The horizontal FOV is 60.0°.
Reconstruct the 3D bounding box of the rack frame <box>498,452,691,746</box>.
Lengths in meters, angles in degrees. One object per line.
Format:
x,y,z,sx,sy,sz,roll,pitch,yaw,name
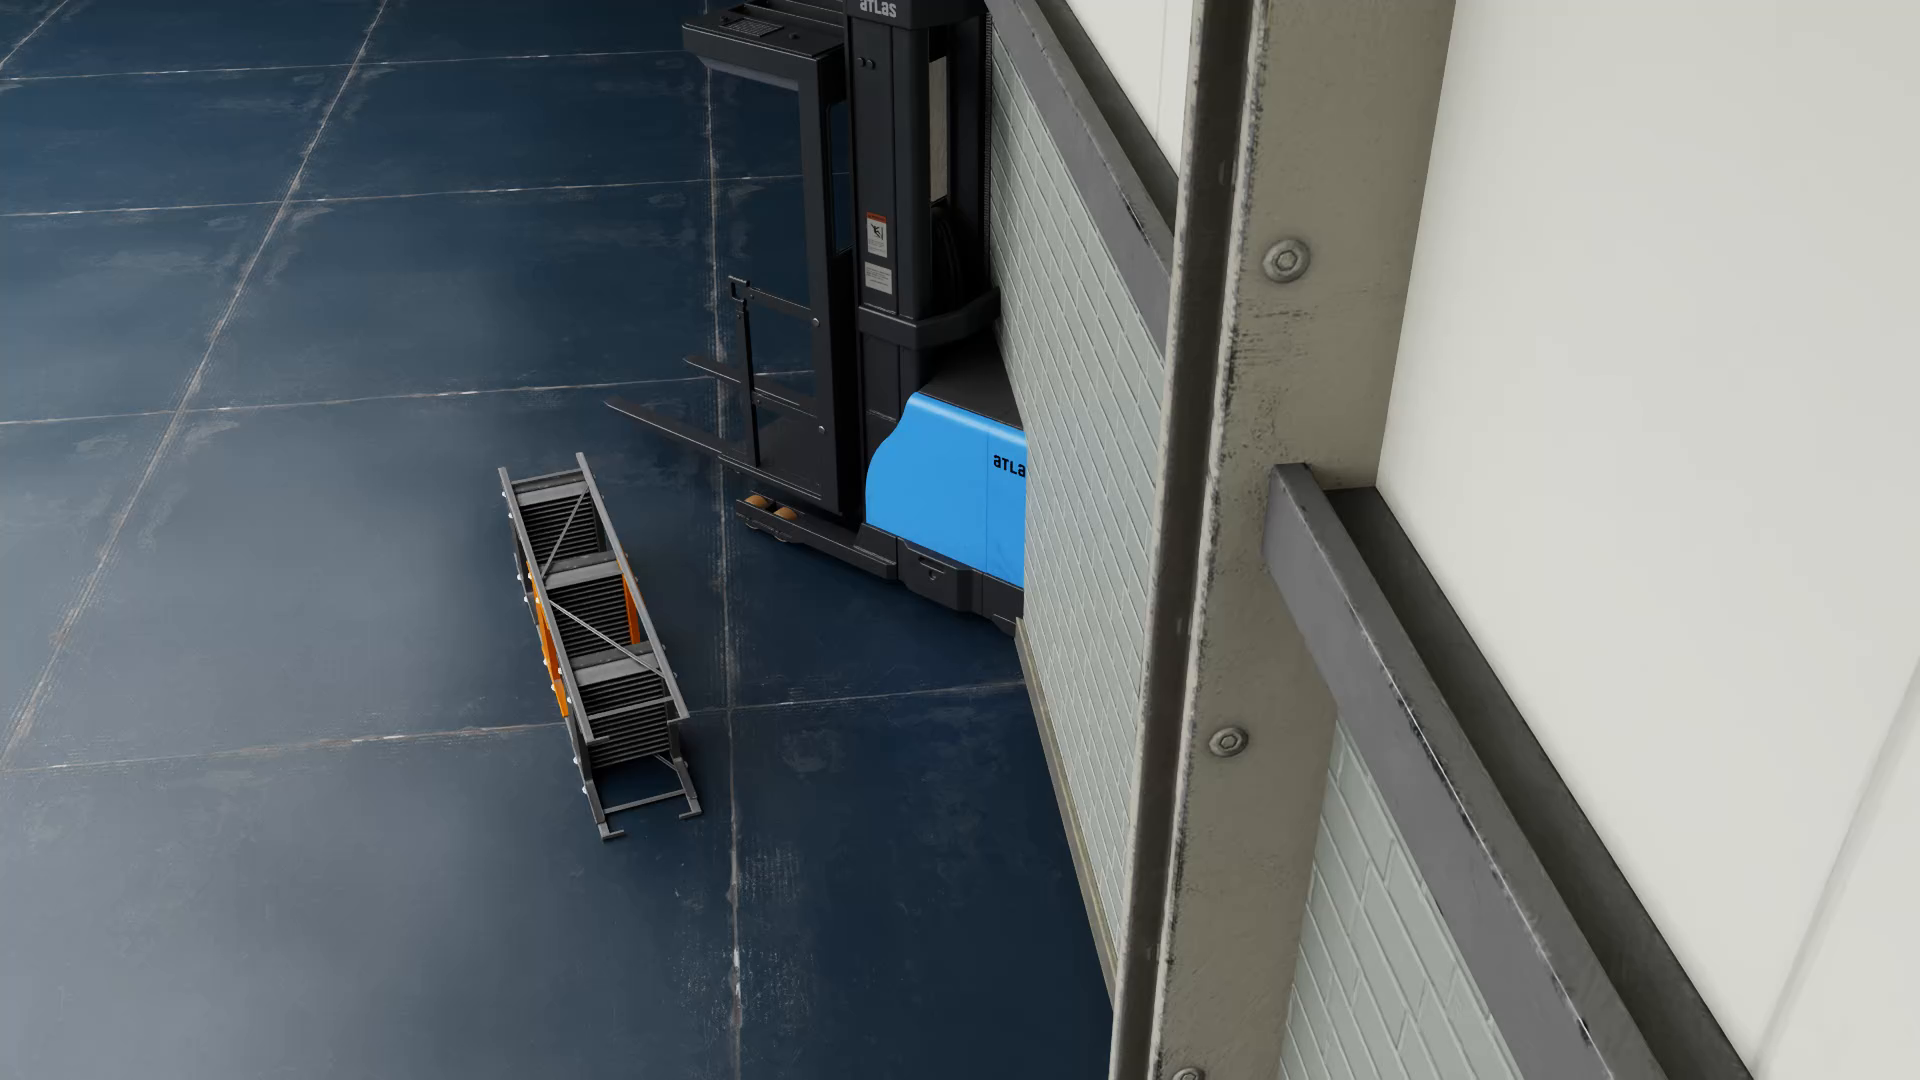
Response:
-1.604,0.175,7.101,0.400,0.015,2.100,-13,36,-18,rack frame

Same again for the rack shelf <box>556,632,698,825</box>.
-1.340,0.750,6.691,0.431,0.480,0.518,-13,36,-18,rack shelf

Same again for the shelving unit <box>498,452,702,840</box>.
-1.604,0.377,7.238,0.431,0.503,2.100,-13,36,-18,shelving unit

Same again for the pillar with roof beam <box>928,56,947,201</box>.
-4.494,-4.428,6.757,9.100,9.000,0.400,-4,35,-6,pillar with roof beam

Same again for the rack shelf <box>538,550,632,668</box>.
-1.650,0.312,7.333,0.368,0.457,0.174,-13,36,-18,rack shelf

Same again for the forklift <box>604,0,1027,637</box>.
-0.503,-1.419,7.730,3.031,2.935,1.130,22,40,29,forklift

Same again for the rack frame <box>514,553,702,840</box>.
-1.604,0.578,7.376,0.400,0.015,2.100,-13,36,-18,rack frame

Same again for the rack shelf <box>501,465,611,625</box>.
-1.858,0.018,7.765,0.431,0.480,0.518,-13,36,-18,rack shelf
